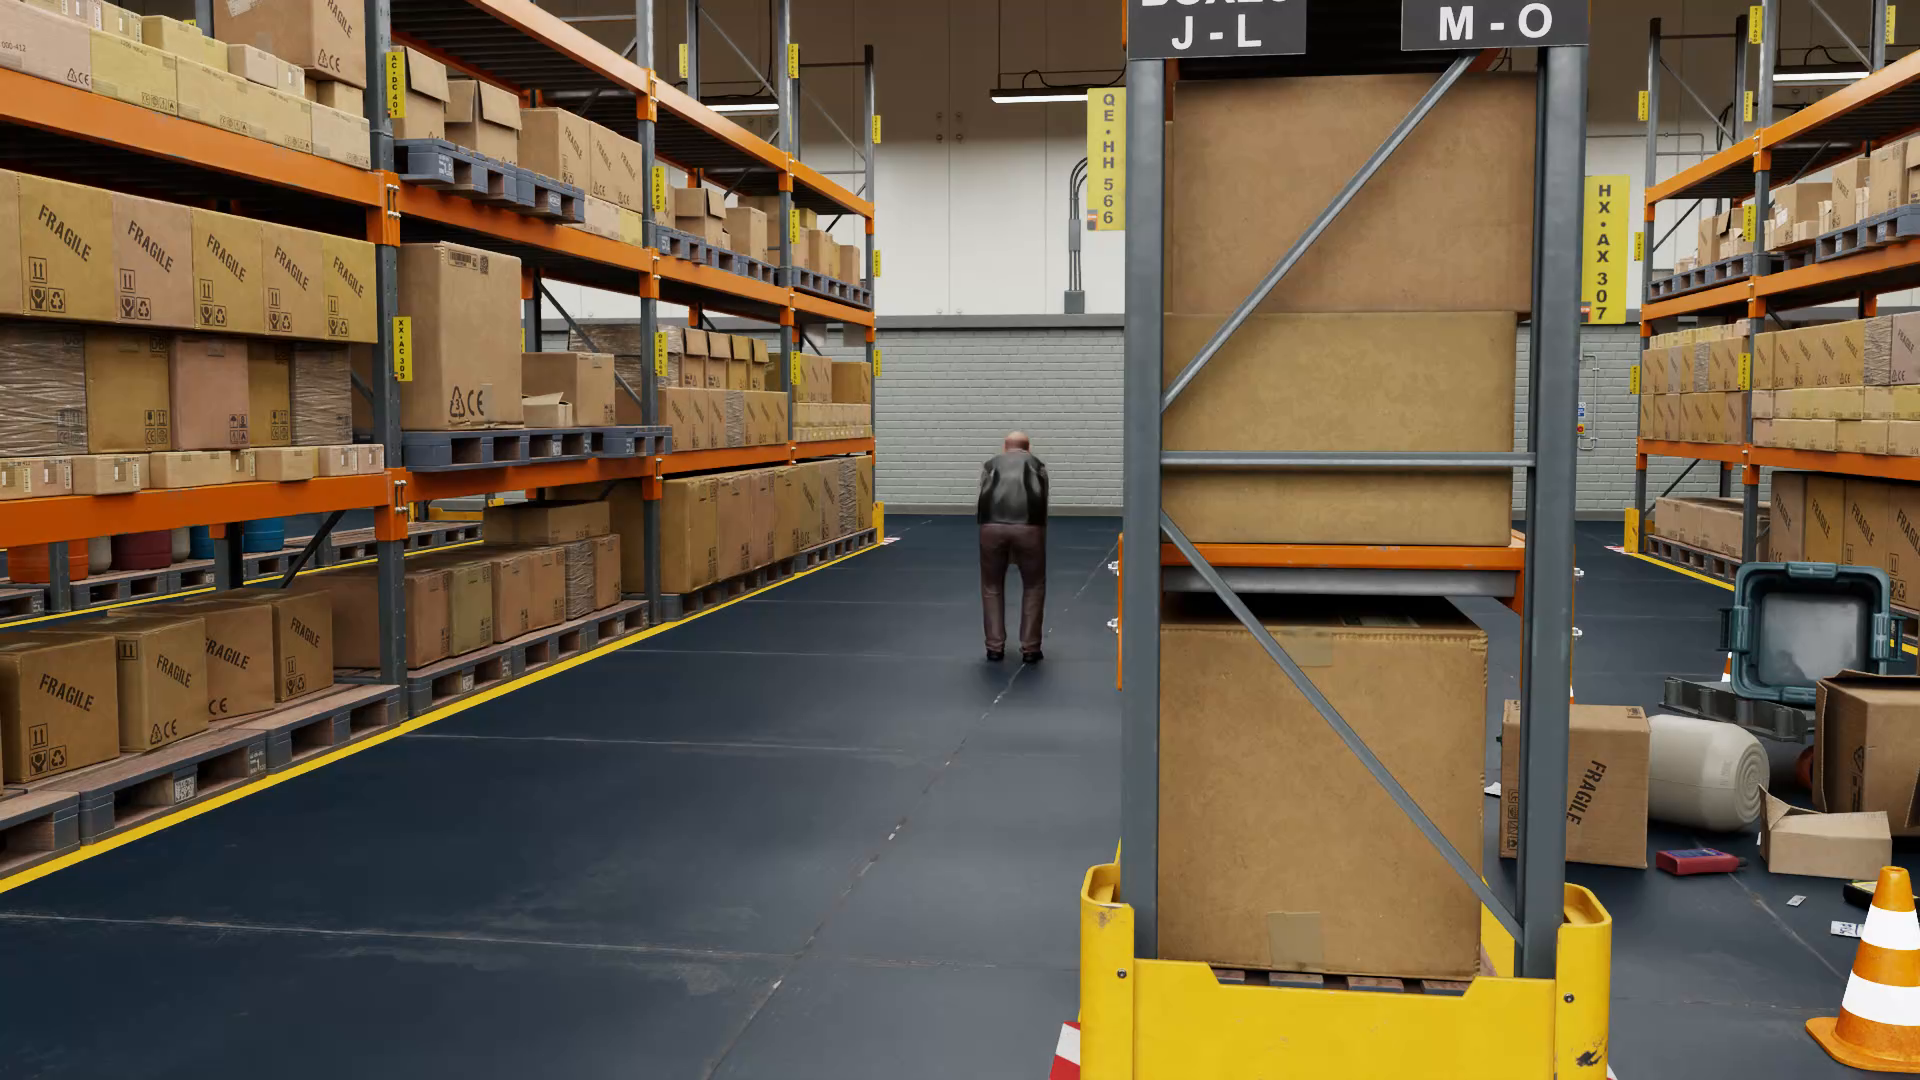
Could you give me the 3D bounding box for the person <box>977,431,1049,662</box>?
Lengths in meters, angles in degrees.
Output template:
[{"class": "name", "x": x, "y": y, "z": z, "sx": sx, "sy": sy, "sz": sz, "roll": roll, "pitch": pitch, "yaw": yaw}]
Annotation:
[{"class": "person", "x": 0.351, "y": 0.030, "z": 10.962, "sx": 0.466, "sy": 1.487, "sz": 0.799, "roll": 1, "pitch": 4, "yaw": 7}]
